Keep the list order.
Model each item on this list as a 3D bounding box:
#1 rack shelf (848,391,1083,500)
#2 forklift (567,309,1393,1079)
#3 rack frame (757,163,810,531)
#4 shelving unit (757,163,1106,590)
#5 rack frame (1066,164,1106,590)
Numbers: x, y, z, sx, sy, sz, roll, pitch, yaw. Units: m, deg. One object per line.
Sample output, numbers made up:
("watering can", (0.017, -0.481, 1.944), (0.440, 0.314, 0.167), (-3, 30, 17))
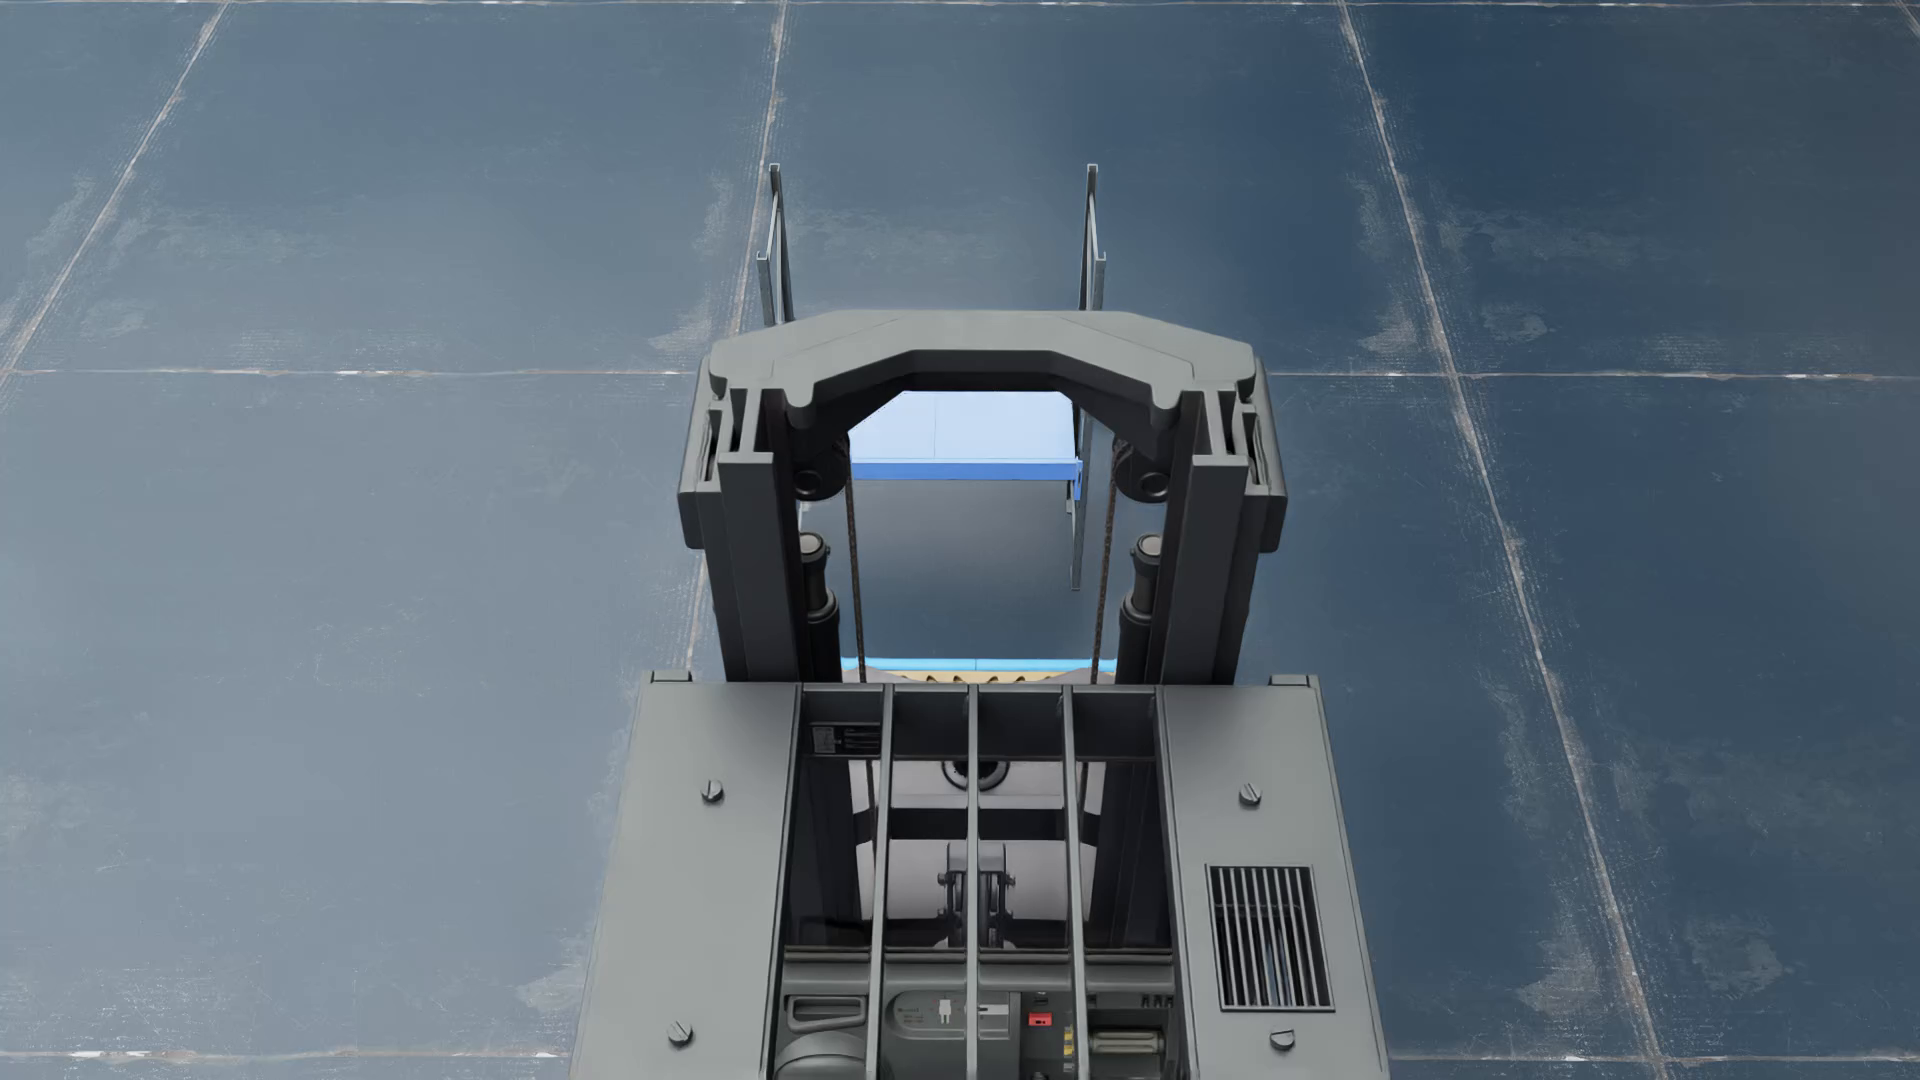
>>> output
("rack shelf", (-0.085, -0.389, 5.833), (1.000, 0.185, 0.538), (0, 47, 0))
("forklift", (0.030, 1.134, 3.192), (1.130, 2.935, 3.031), (0, 47, 0))
("rack frame", (-0.594, -0.513, 5.703), (0.032, 1.500, 0.500), (0, 47, 0))
("shelving unit", (-0.085, -0.511, 5.701), (1.048, 1.500, 0.538), (0, 47, 0))
("rack frame", (0.423, -0.510, 5.700), (0.032, 1.500, 0.500), (0, 47, 0))
